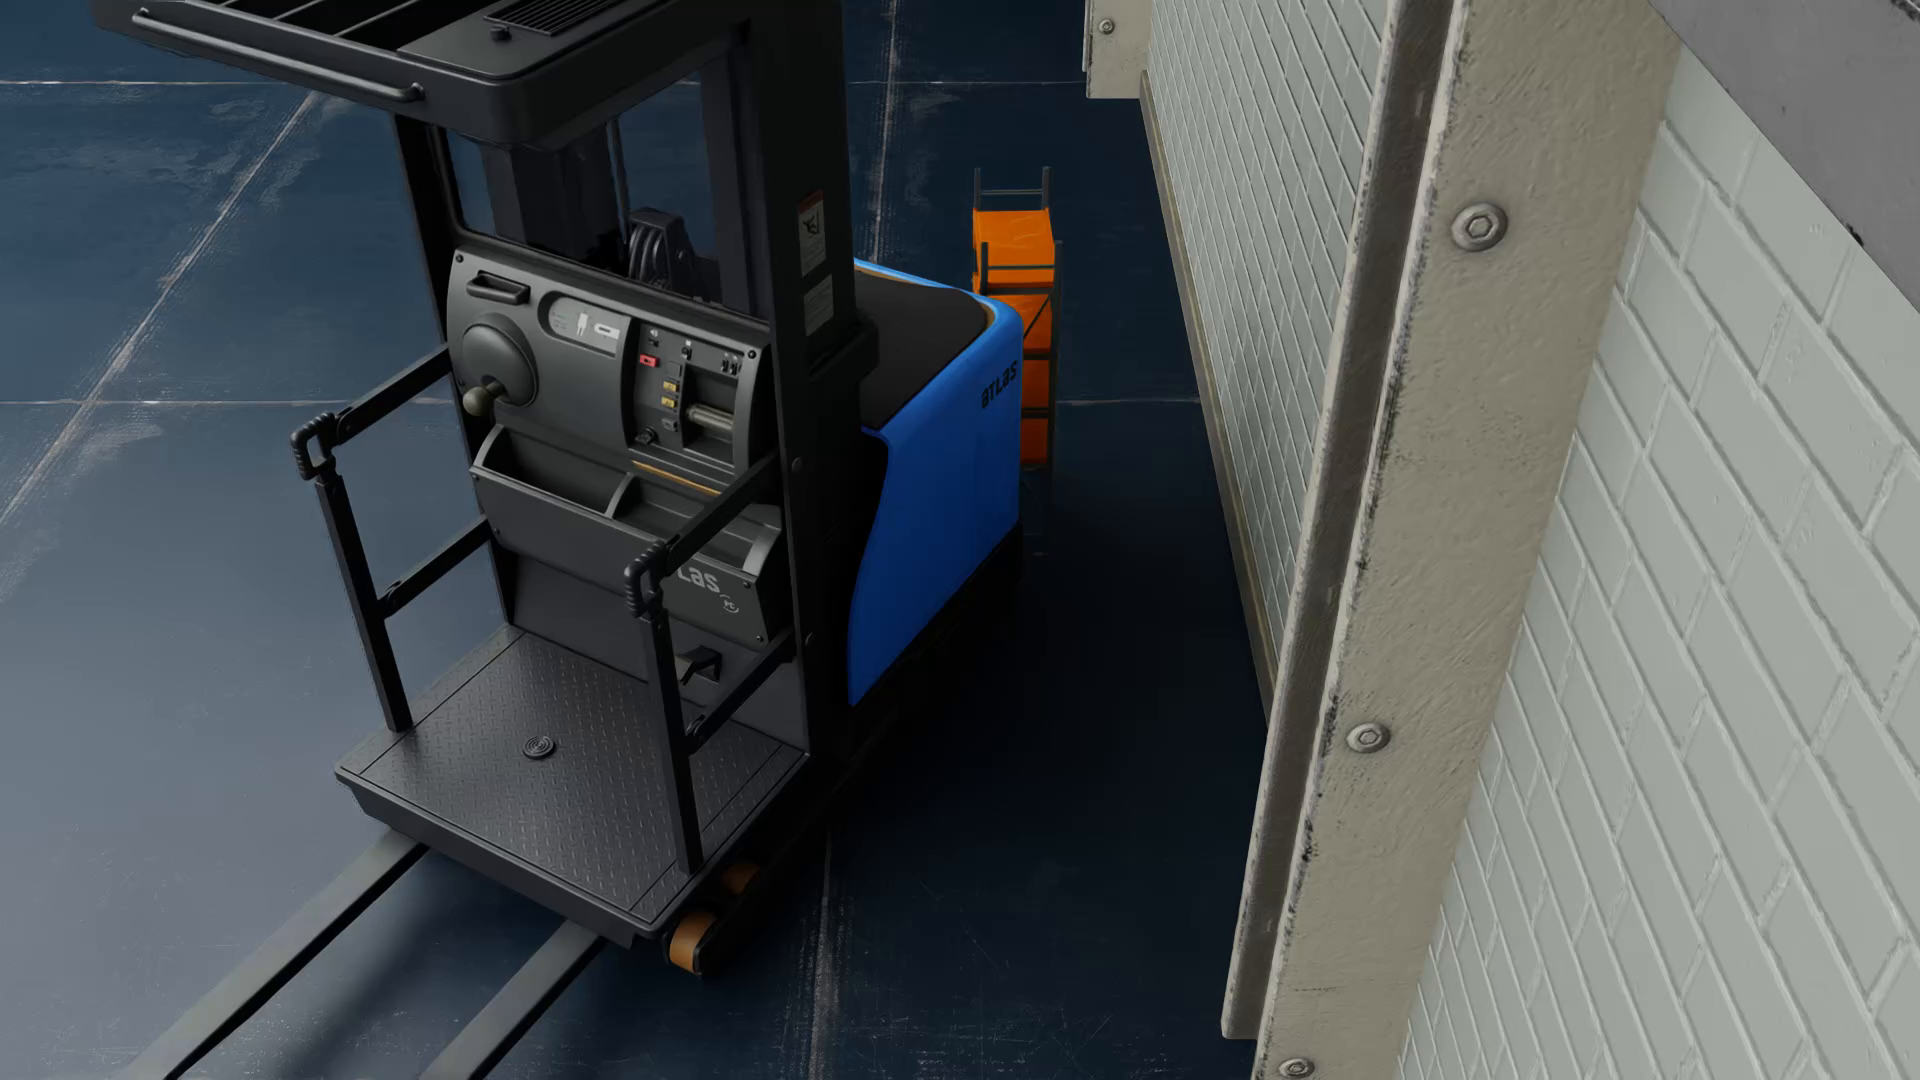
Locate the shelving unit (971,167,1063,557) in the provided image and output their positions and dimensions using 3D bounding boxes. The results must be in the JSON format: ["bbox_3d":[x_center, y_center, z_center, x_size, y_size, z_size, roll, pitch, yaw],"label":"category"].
[{"bbox_3d":[0.175,-0.567,5.498,0.258,1.200,0.503,-1,39,-2],"label":"shelving unit"}]

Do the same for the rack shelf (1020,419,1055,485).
[{"bbox_3d":[0.175,-0.360,5.664,0.258,0.148,0.480,-1,39,-2],"label":"rack shelf"}]

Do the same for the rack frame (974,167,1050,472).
[{"bbox_3d":[0.166,-0.720,5.688,0.240,1.200,0.015,-1,39,-2],"label":"rack frame"}]

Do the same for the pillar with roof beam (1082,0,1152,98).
[{"bbox_3d":[-3.495,-5.919,5.940,9.100,9.000,0.400,0,39,0],"label":"pillar with roof beam"}]

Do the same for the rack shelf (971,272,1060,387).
[{"bbox_3d":[0.175,-0.689,5.400,0.258,0.148,0.480,-1,39,-2],"label":"rack shelf"}]

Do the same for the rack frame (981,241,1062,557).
[{"bbox_3d":[0.183,-0.415,5.308,0.240,1.200,0.015,-1,39,-2],"label":"rack frame"}]

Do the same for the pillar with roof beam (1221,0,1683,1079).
[{"bbox_3d":[-3.488,-2.167,1.258,9.100,9.000,0.400,0,39,0],"label":"pillar with roof beam"}]

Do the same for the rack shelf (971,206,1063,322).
[{"bbox_3d":[0.175,-0.874,5.252,0.258,0.148,0.480,-1,39,-2],"label":"rack shelf"}]

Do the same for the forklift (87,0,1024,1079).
[{"bbox_3d":[-0.968,-0.346,3.838,1.130,2.935,3.031,20,43,23],"label":"forklift"}]

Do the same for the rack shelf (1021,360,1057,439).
[{"bbox_3d":[0.175,-0.515,5.540,0.258,0.148,0.480,-1,39,-2],"label":"rack shelf"}]
